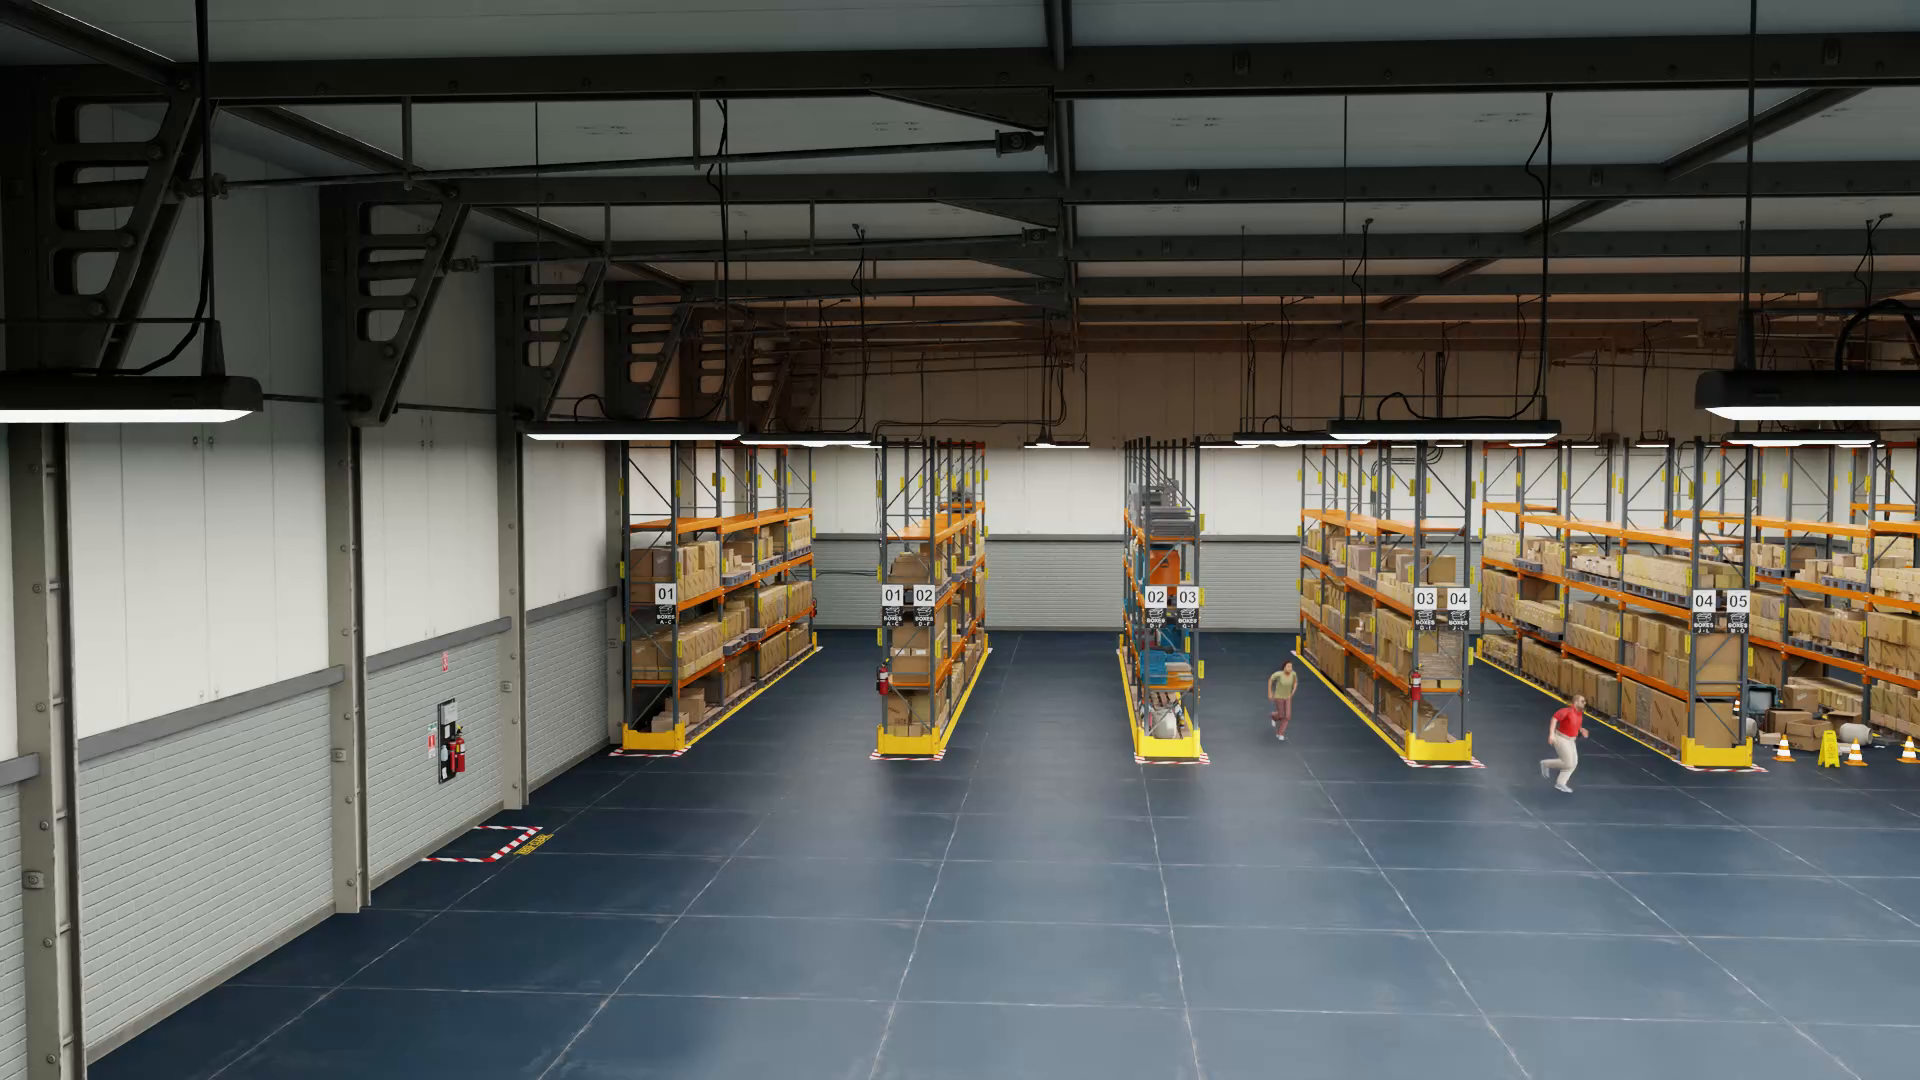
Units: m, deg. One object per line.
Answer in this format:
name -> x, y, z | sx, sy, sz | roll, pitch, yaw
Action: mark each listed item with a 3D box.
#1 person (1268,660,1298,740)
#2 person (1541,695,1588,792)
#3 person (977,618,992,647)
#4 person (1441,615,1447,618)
person -> 6.426, 3.170, 33.185 | 0.574, 1.604, 0.731 | -1, 3, -18
person -> 10.207, 3.414, 28.065 | 0.764, 1.663, 0.655 | 3, 4, 44
person -> 0.384, 2.271, 48.389 | 0.993, 1.714, 0.705 | 1, 3, 22
person -> 13.114, 2.496, 44.968 | 0.664, 1.677, 0.588 | 0, 3, 7
